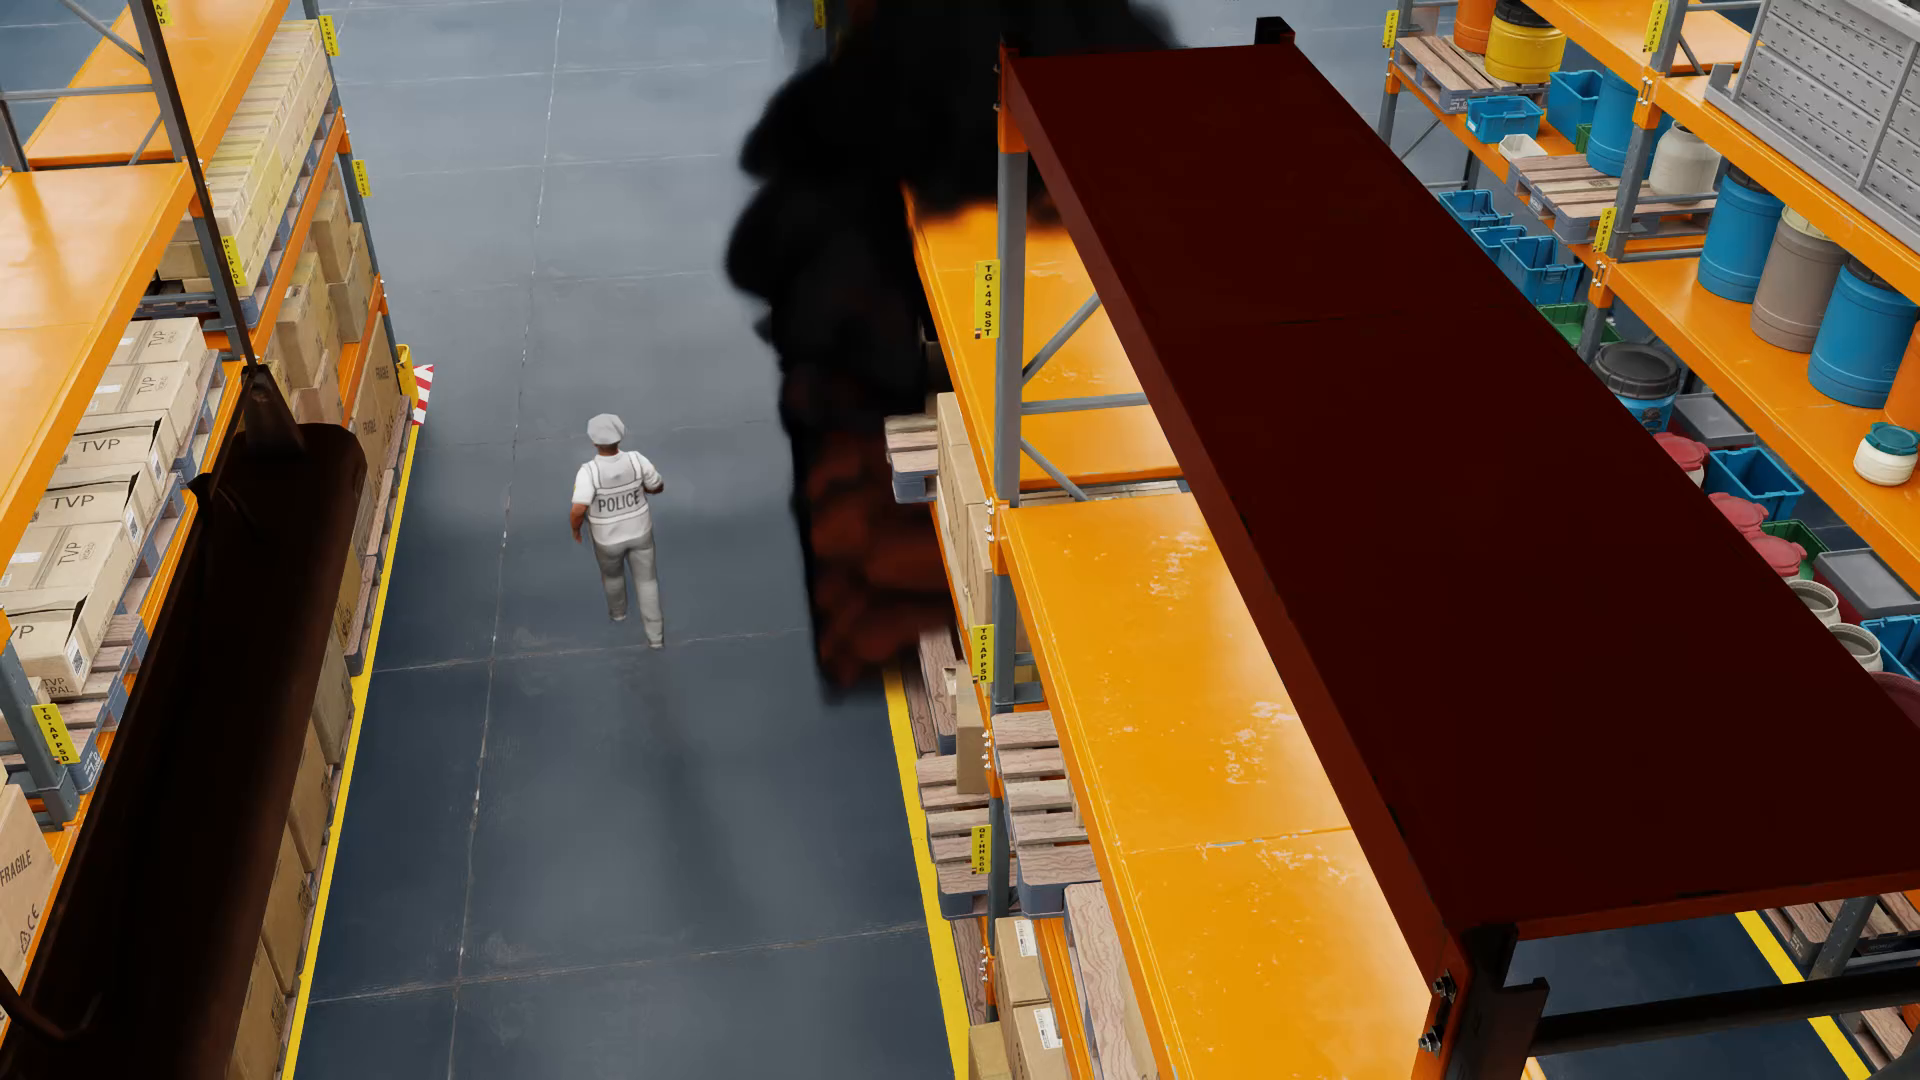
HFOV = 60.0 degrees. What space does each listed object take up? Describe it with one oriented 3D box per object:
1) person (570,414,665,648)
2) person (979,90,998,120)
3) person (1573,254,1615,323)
[{"bbox_3d":[-2.345,-0.034,11.515,0.683,1.846,0.795,-13,38,-18],"label":"person"},{"bbox_3d":[0.320,-4.608,18.184,0.999,1.766,0.663,15,39,19],"label":"person"},{"bbox_3d":[5.946,-2.772,15.409,0.563,1.652,0.757,-10,37,-13],"label":"person"}]
